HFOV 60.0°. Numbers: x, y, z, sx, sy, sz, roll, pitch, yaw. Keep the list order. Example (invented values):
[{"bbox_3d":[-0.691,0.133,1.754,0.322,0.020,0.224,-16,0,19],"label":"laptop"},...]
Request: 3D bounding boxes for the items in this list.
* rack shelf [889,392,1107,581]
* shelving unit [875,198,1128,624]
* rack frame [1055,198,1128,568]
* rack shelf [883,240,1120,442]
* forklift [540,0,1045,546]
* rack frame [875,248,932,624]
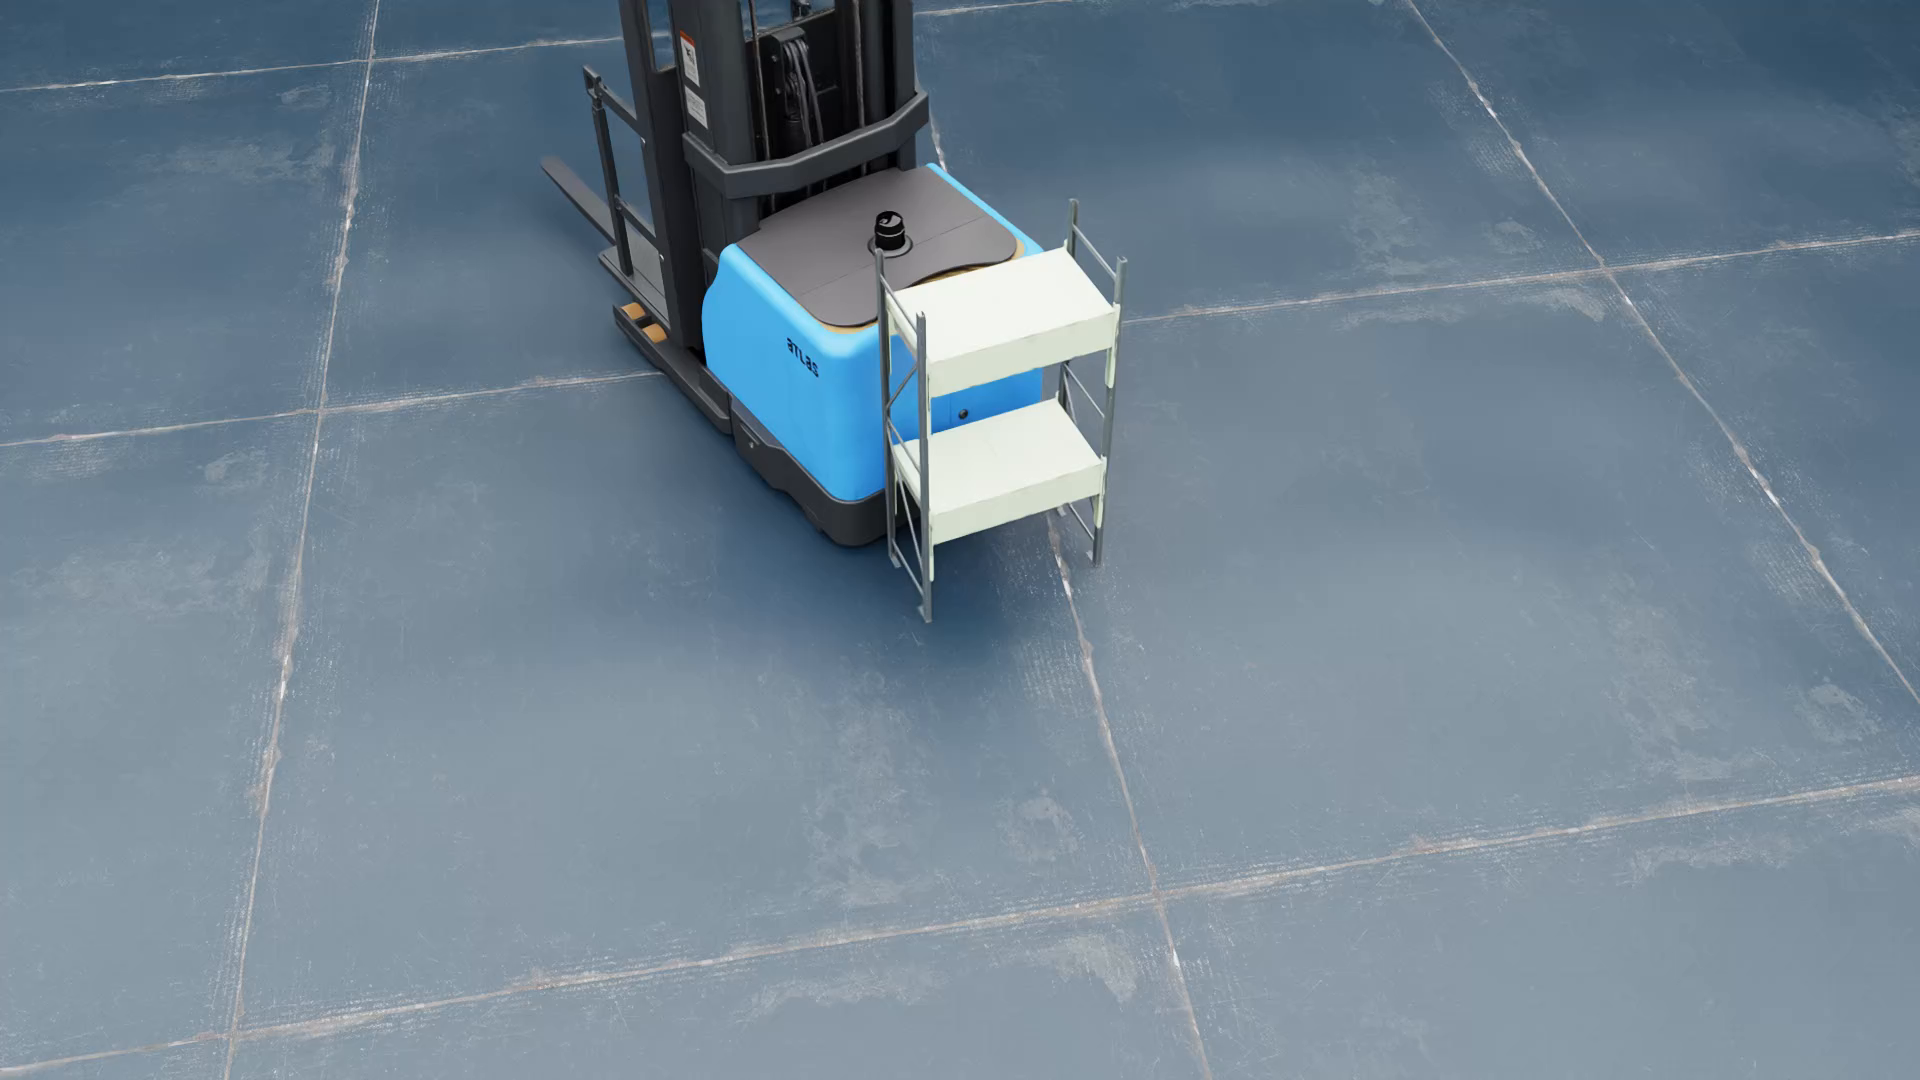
[{"bbox_3d":[0.136,-0.210,6.364,0.720,0.370,0.431,-17,49,-16],"label":"rack shelf"},{"bbox_3d":[0.136,-0.437,6.129,0.755,1.500,0.431,-17,49,-16],"label":"shelving unit"},{"bbox_3d":[0.472,-0.542,6.231,0.023,1.500,0.400,-17,49,-16],"label":"rack frame"},{"bbox_3d":[0.136,-0.707,5.848,0.720,0.370,0.431,-17,49,-16],"label":"rack shelf"},{"bbox_3d":[-0.924,-2.014,6.655,1.130,2.935,3.031,-28,52,-24],"label":"forklift"},{"bbox_3d":[-0.199,-0.331,6.028,0.023,1.500,0.400,-17,49,-16],"label":"rack frame"}]
